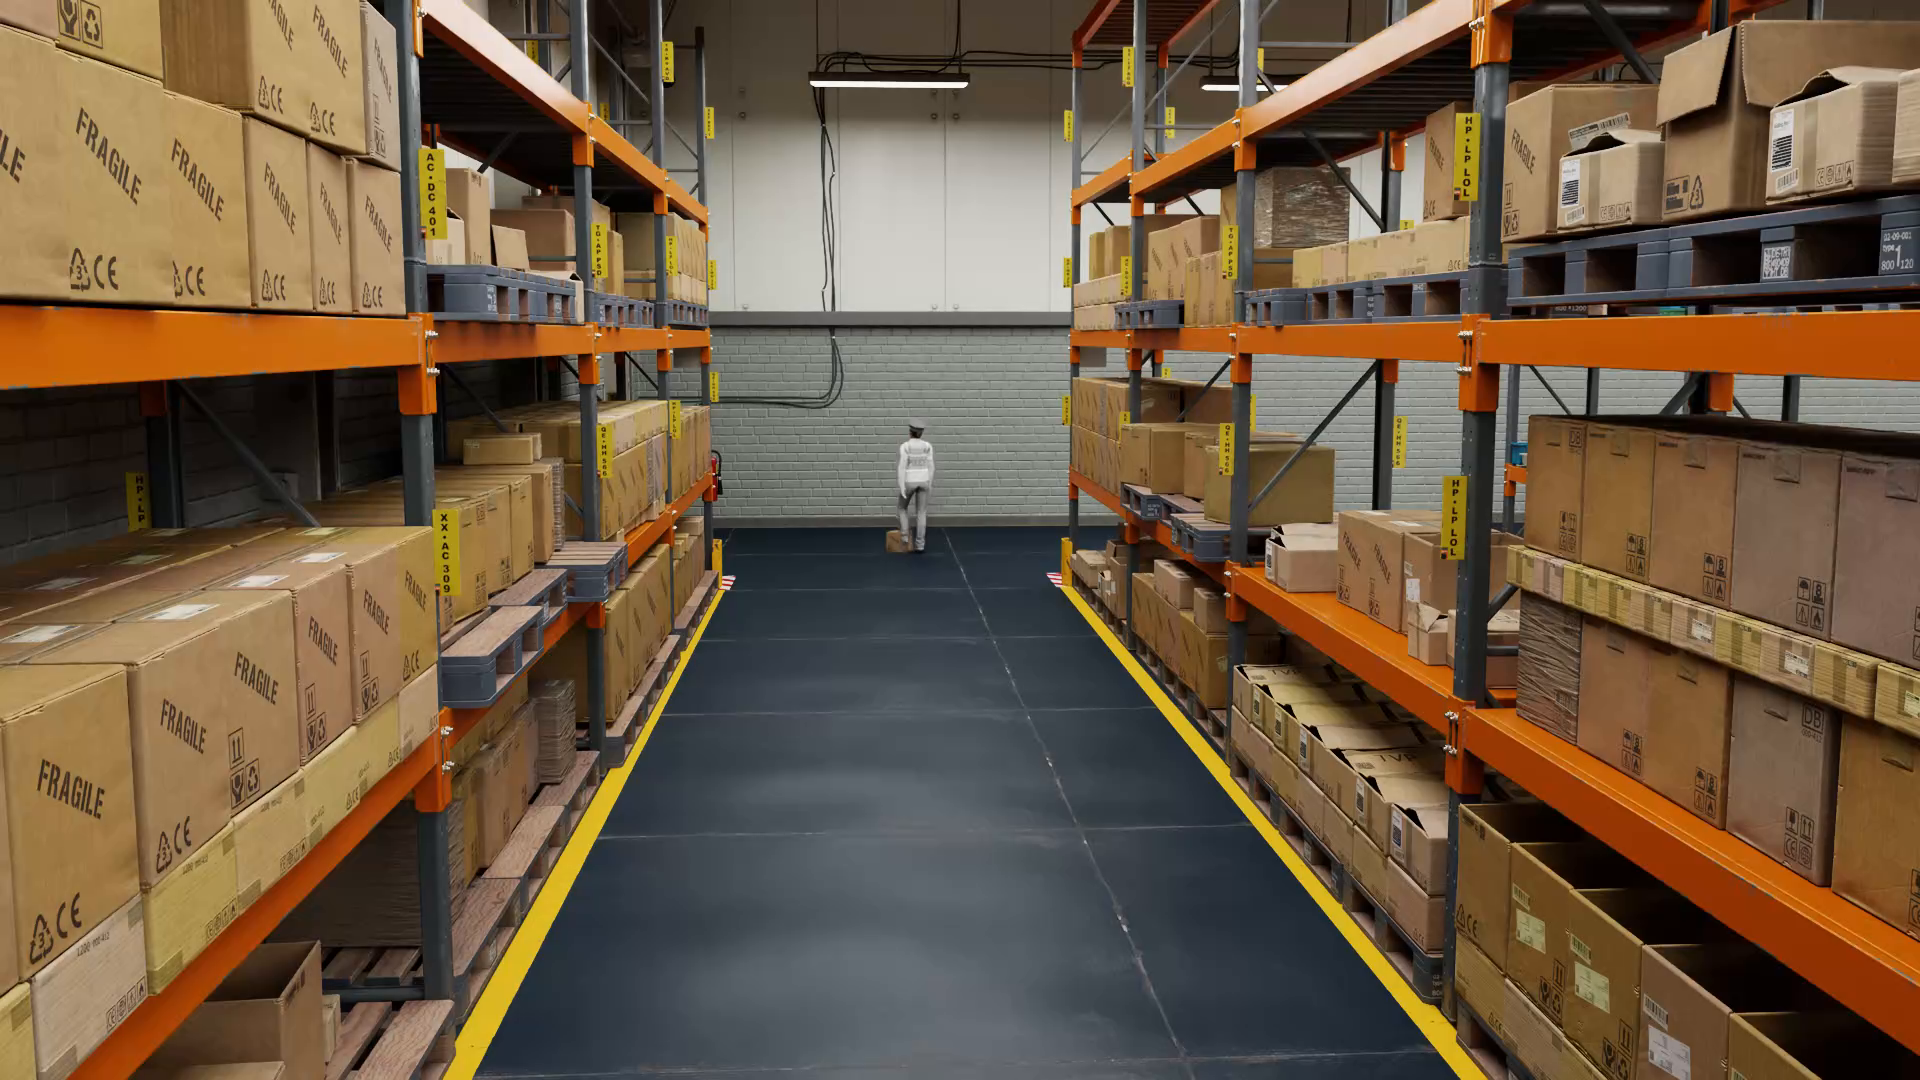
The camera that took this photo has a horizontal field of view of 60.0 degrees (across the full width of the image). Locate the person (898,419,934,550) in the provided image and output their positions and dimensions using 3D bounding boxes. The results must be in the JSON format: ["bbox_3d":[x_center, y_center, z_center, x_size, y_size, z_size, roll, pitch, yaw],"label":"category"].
[{"bbox_3d":[-0.575,-0.674,21.236,0.499,1.746,0.519,-2,7,-14],"label":"person"}]
